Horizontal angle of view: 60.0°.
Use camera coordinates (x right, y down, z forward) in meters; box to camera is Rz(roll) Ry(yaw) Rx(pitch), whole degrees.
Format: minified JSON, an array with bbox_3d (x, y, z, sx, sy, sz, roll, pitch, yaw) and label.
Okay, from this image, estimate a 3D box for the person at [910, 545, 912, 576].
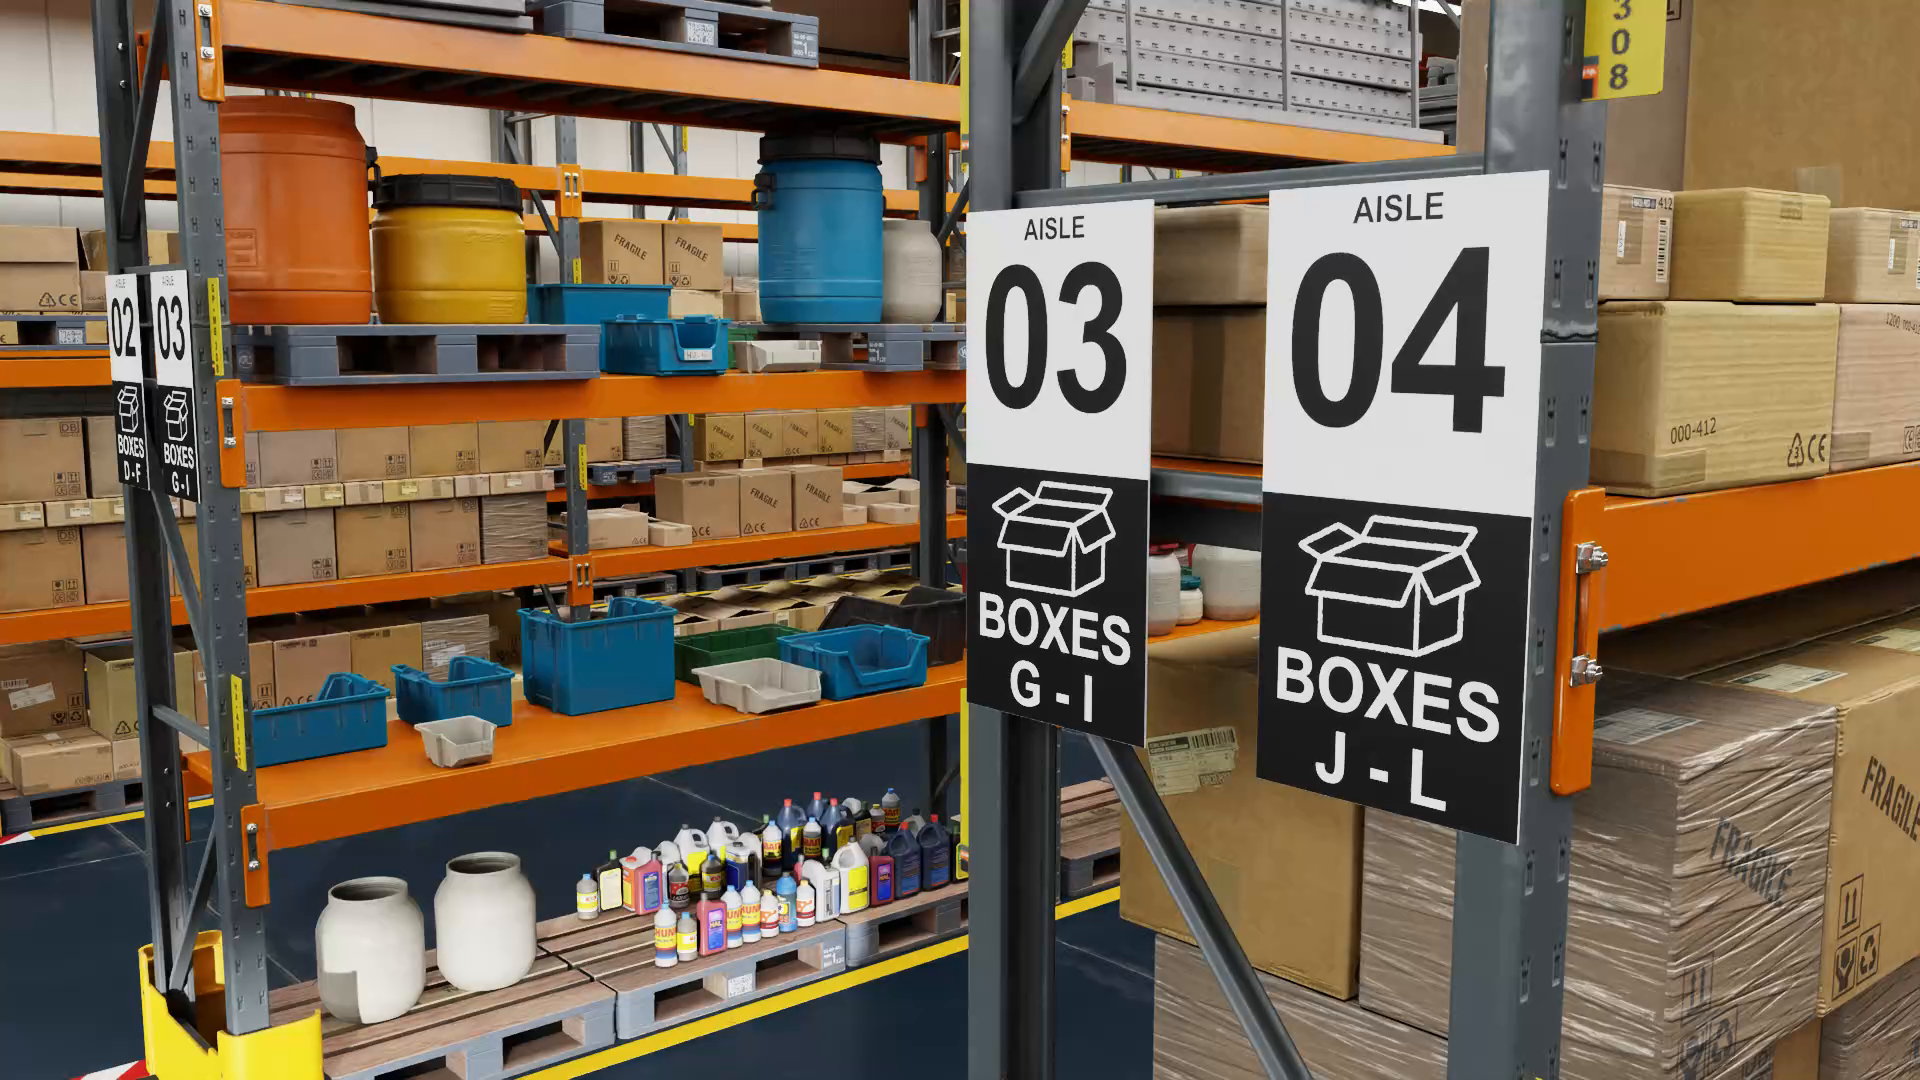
[{"bbox_3d":[-0.396,-0.027,16.906,0.514,1.690,0.450,-7,10,-41],"label":"person"}]
